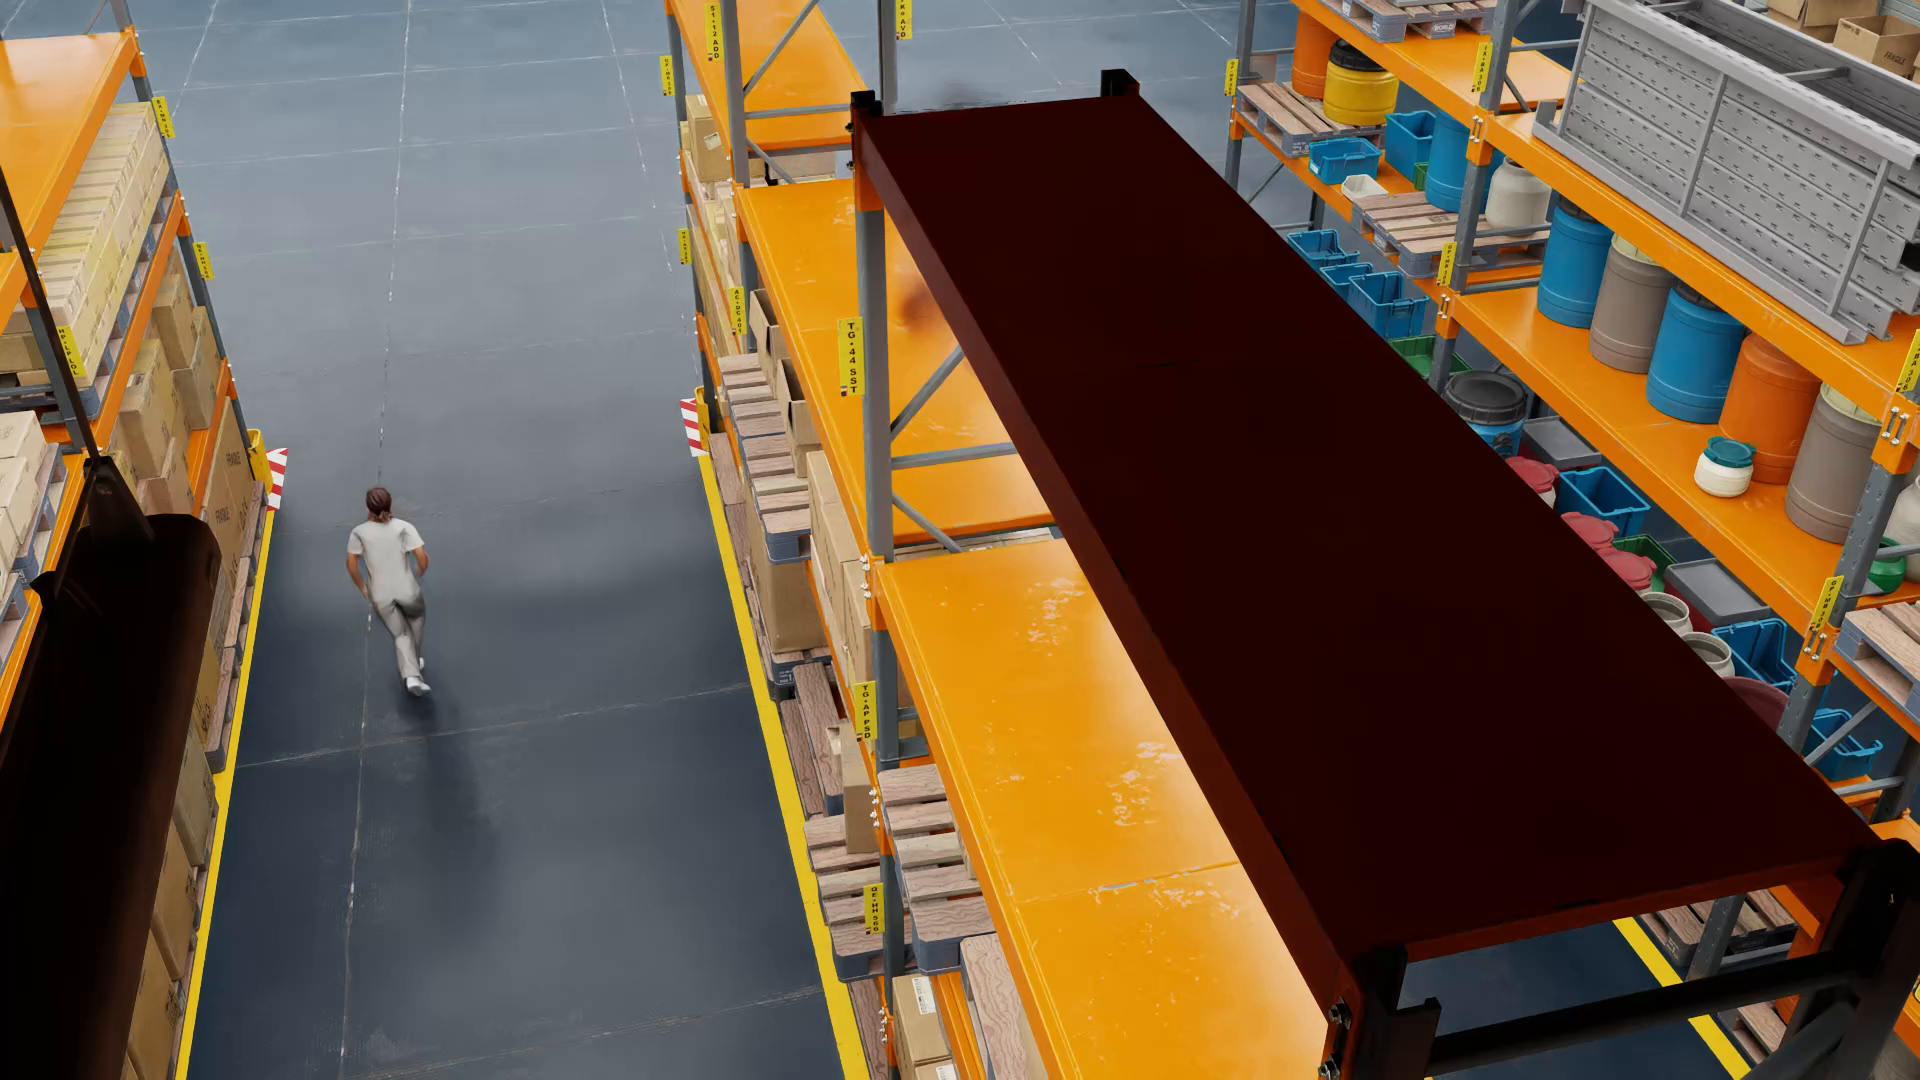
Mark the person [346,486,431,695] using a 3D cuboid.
[{"bbox_3d":[-4.120,0.462,12.124,0.567,1.512,0.963,-9,35,-13],"label":"person"}]
